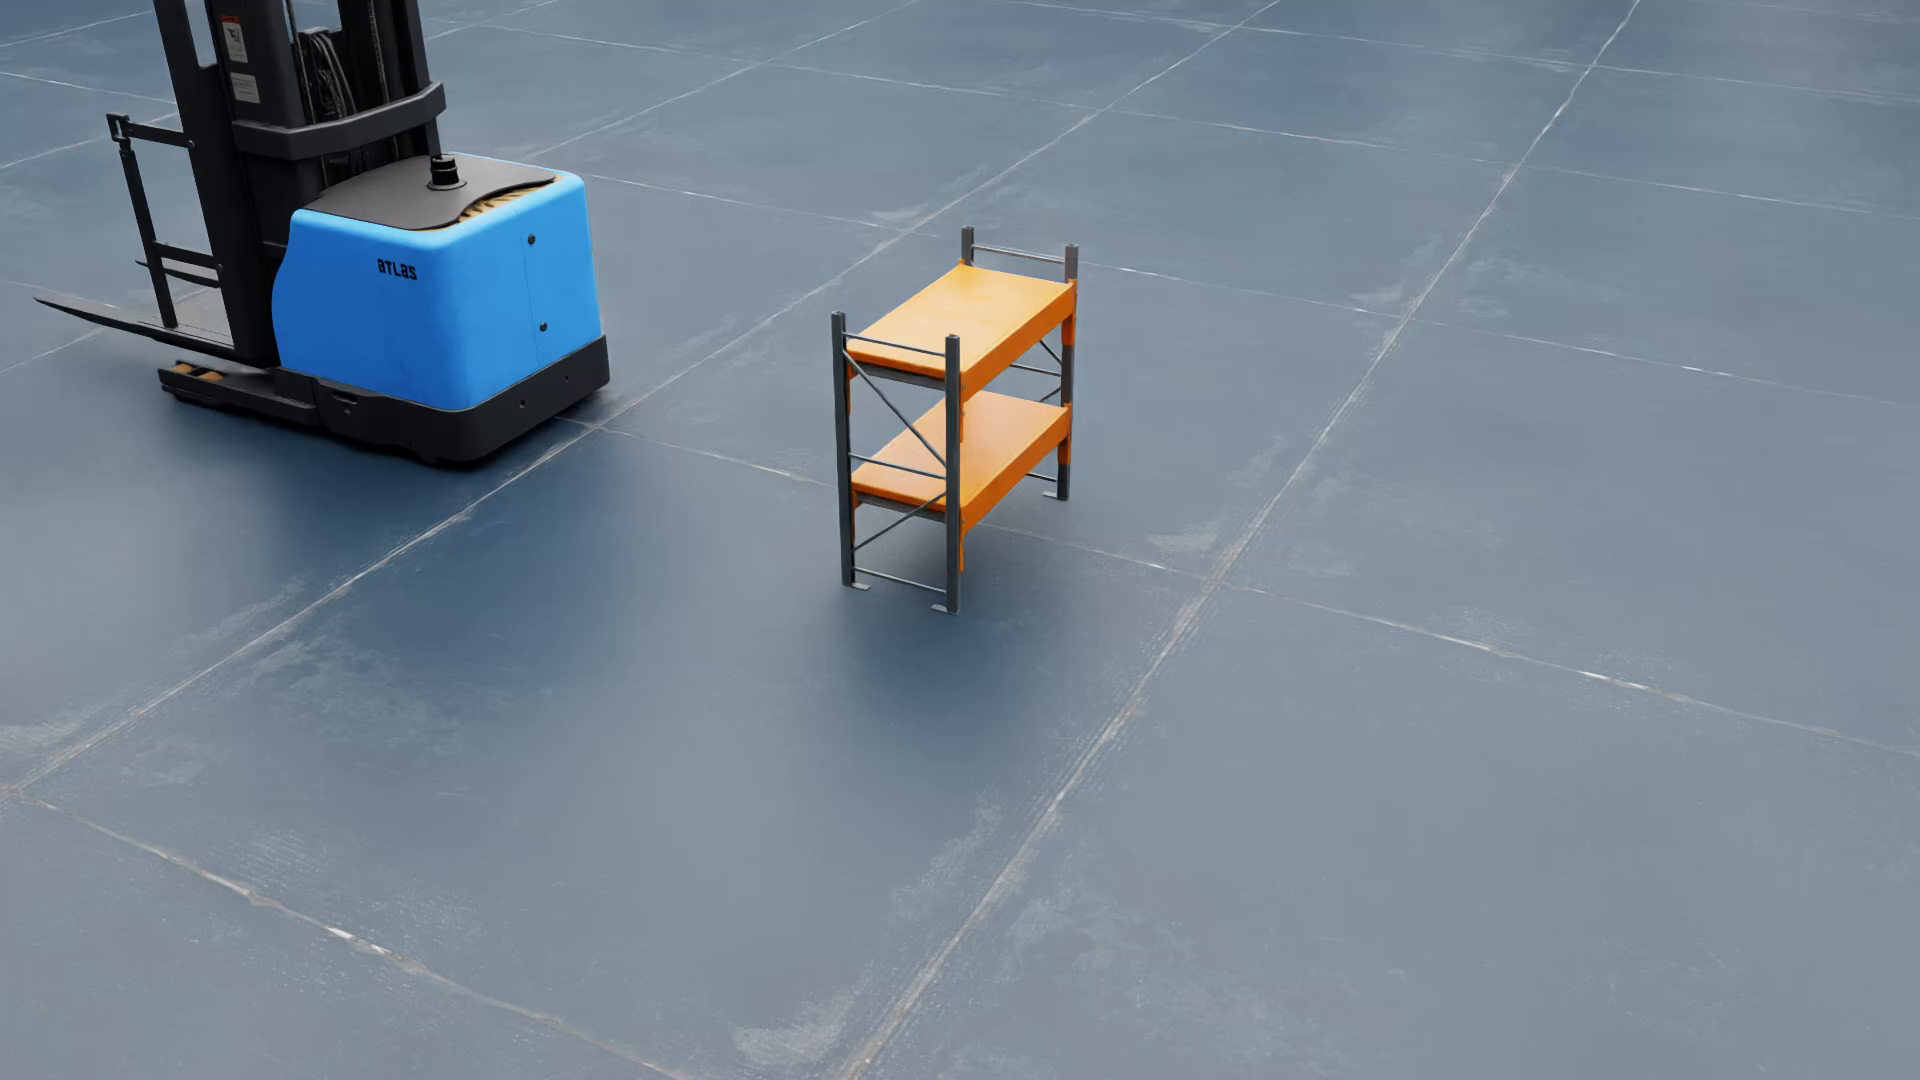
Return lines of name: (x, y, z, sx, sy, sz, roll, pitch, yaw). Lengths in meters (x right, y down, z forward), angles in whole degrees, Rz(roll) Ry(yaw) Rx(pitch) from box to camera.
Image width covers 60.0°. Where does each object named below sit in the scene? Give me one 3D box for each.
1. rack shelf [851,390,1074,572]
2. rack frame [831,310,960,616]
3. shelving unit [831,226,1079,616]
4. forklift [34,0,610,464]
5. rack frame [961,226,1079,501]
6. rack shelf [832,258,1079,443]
rack shelf: (0.003, -0.279, 6.597, 0.538, 0.278, 1.000, 14, 33, 23)
rack frame: (-0.228, -0.265, 6.083, 0.500, 1.125, 0.032, 14, 33, 23)
shelving unit: (0.003, -0.491, 6.475, 0.538, 1.125, 1.048, 14, 33, 23)
forklift: (-3.216, -2.110, 7.481, 3.031, 2.935, 1.130, 15, 33, 24)
rack frame: (0.235, -0.716, 6.868, 0.500, 1.125, 0.032, 14, 33, 23)
rack shelf: (0.003, -0.745, 6.329, 0.538, 0.278, 1.000, 14, 33, 23)
